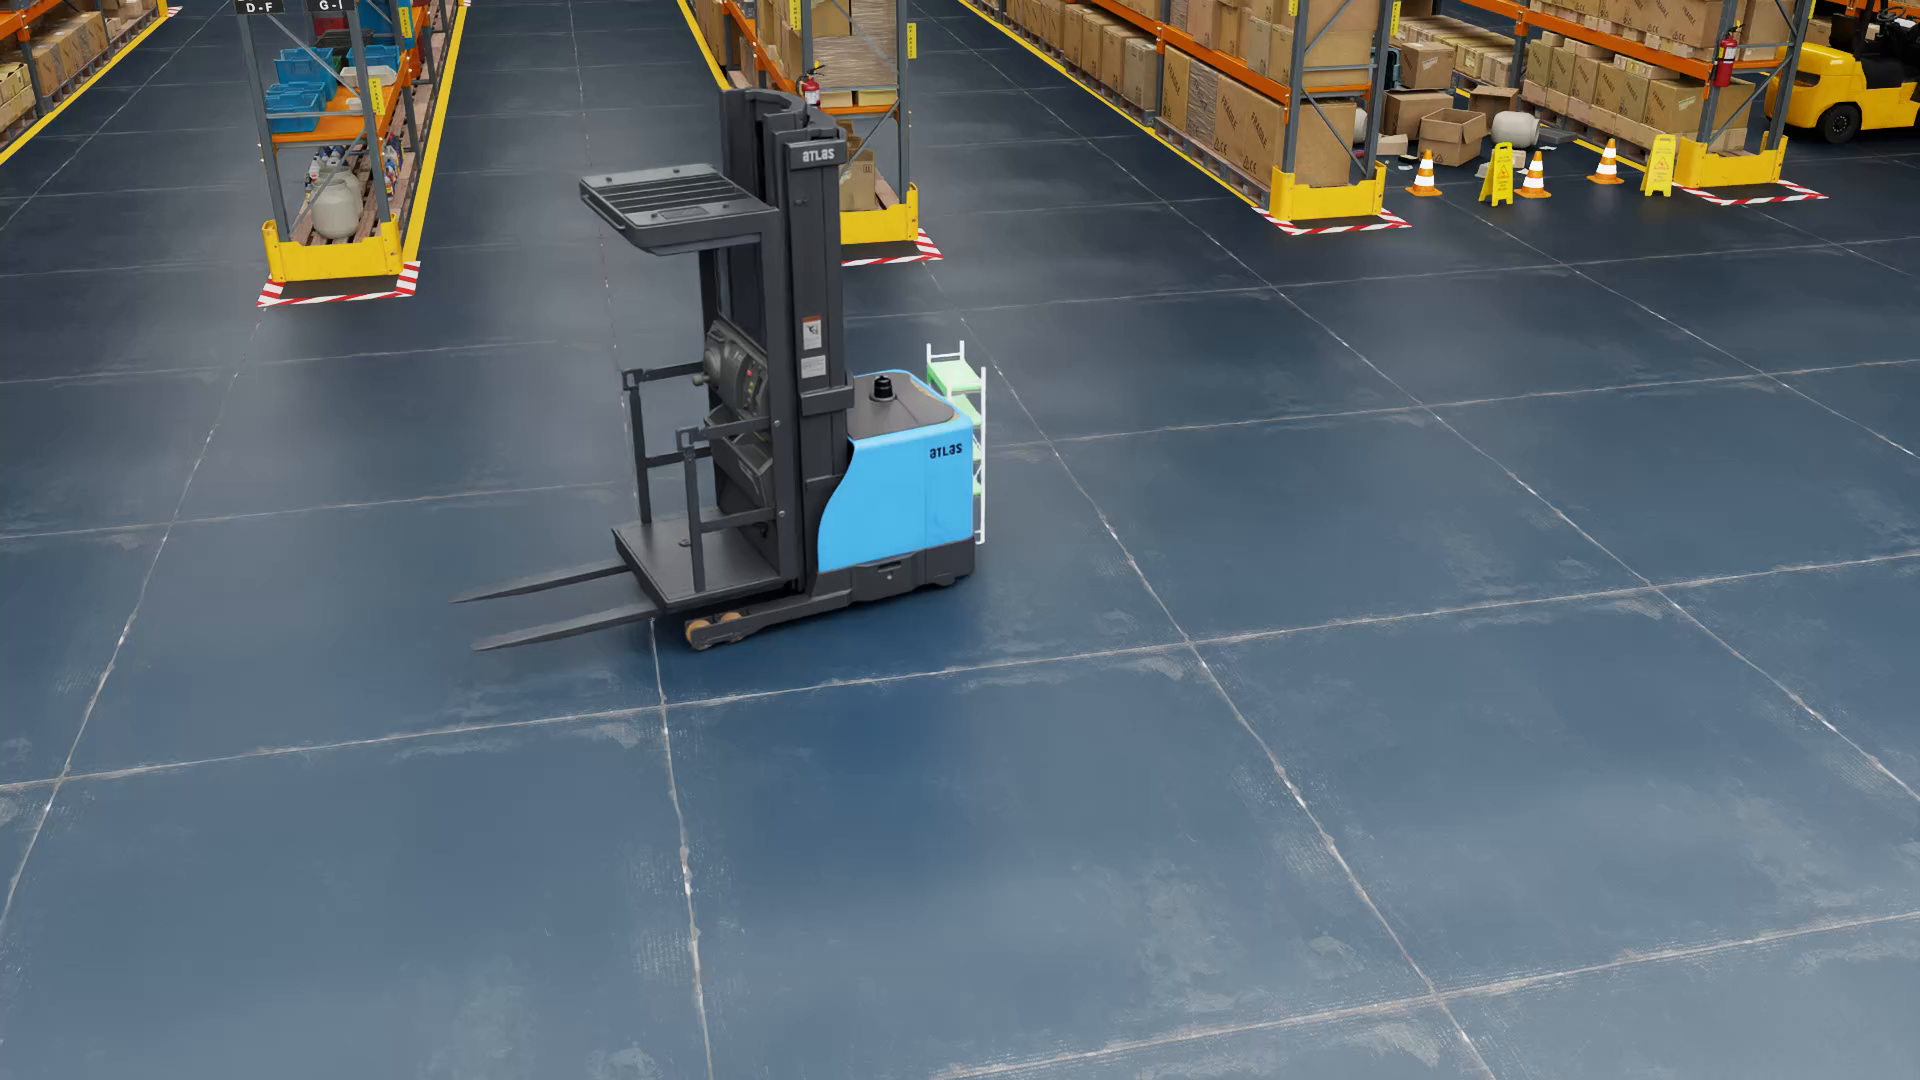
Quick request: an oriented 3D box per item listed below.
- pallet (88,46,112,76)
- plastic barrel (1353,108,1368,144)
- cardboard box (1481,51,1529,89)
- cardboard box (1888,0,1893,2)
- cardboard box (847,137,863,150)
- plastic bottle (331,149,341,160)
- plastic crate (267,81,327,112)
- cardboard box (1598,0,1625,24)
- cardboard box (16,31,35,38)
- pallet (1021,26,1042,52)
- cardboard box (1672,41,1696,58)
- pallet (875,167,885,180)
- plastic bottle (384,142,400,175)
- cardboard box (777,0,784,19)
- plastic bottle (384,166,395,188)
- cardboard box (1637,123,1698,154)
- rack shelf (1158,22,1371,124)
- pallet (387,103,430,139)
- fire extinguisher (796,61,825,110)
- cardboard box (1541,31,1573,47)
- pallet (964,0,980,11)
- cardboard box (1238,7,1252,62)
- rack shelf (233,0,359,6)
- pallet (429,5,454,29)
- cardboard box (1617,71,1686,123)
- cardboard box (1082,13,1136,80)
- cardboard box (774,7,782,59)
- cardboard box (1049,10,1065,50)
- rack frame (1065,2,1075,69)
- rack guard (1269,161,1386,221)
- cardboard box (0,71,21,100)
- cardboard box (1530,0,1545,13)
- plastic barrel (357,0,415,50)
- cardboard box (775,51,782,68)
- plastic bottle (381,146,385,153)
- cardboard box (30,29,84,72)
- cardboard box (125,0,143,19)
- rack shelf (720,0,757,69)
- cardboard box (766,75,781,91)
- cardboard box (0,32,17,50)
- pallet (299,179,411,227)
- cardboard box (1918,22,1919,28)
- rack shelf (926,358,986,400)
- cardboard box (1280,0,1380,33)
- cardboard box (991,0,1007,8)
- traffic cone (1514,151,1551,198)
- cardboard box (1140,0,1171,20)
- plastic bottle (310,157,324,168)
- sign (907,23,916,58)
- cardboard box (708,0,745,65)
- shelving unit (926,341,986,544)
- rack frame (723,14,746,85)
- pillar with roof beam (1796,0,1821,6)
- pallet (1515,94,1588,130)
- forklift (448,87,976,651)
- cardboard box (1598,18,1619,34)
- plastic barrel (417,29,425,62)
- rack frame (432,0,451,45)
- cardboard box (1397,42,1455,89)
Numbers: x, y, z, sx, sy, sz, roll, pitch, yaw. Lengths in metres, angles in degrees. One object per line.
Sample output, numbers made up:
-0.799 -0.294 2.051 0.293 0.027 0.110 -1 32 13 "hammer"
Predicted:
-13.136 -7.011 24.406 1.003 0.211 1.213 -6 27 -12 "pallet"
4.704 -5.068 20.322 0.512 0.421 0.421 13 30 24 "plastic barrel"
7.633 -6.352 22.456 0.950 0.372 0.625 -6 27 -11 "cardboard box"
12.434 -7.437 22.044 0.500 0.500 0.500 -7 28 -13 "cardboard box"
-1.292 -3.952 17.558 0.500 0.500 0.500 1 27 2 "cardboard box"
-6.799 -4.129 18.141 0.097 0.271 0.097 0 27 0 "plastic bottle"
-6.371 -4.251 16.008 0.499 0.251 0.408 -6 27 -12 "plastic crate"
7.951 -6.404 19.668 0.500 0.500 0.500 -6 27 -11 "cardboard box"
-13.135 -6.777 23.134 0.500 0.500 0.500 -7 28 -14 "cardboard box"
1.606 -7.950 26.266 1.003 0.211 1.213 -6 27 -12 "pallet"
8.197 -5.482 18.561 0.380 0.149 0.250 -6 27 -12 "cardboard box"
-1.437 -4.029 18.497 1.003 0.211 1.213 -6 27 -12 "pallet"
-6.185 -4.133 18.061 0.144 0.351 0.185 -6 27 -12 "plastic bottle"
-1.593 -5.624 17.013 0.500 0.500 0.500 -6 27 -12 "cardboard box"
-6.008 -3.799 17.487 0.097 0.271 0.097 0 27 0 "plastic bottle"
8.205 -4.650 19.219 0.500 0.250 0.500 -6 27 -12 "cardboard box"
3.405 -5.362 18.842 1.077 0.370 4.000 -6 27 -12 "rack shelf"
-7.220 -5.231 20.880 1.003 0.211 1.213 -6 27 -12 "pallet"
-1.423 -4.214 15.855 0.296 0.674 0.183 -6 27 -12 "fire extinguisher"
7.593 -6.345 21.025 0.380 0.149 0.250 -6 27 -11 "cardboard box"
0.687 -9.656 29.646 1.003 0.211 1.213 -6 27 -12 "pallet"
3.578 -5.528 18.206 0.875 0.550 0.550 -6 27 -12 "cardboard box"
-6.276 -5.738 16.260 1.077 0.370 4.000 -6 27 -12 "rack shelf"
-9.012 -8.721 27.794 1.003 0.211 1.213 -6 27 -12 "pallet"
8.100 -5.200 19.478 0.500 0.500 0.500 -5 27 -10 "cardboard box"
2.302 -6.840 23.003 1.050 0.750 0.750 -6 27 -11 "cardboard box"
-1.499 -5.419 17.716 0.875 0.500 0.500 -6 27 -12 "cardboard box"
1.649 -7.651 24.887 0.500 0.500 0.500 -6 27 -12 "cardboard box"
2.052 -8.317 23.898 1.000 3.000 0.127 -6 27 -12 "rack frame"
3.861 -3.678 17.483 1.175 0.500 0.348 -6 27 -12 "rack guard"
-11.974 -5.631 20.540 0.500 0.311 0.500 -6 27 -12 "cardboard box"
7.512 -6.825 21.221 0.380 0.149 0.250 -6 27 -12 "cardboard box"
-6.519 -6.023 18.797 0.600 0.901 0.708 -6 27 -12 "plastic barrel"
-1.795 -5.207 18.016 0.380 0.149 0.250 -6 27 -12 "cardboard box"
-6.396 -4.215 18.307 0.152 0.276 0.135 -6 27 -12 "plastic bottle"
-12.634 -6.841 23.260 0.500 0.500 0.500 -7 28 -13 "cardboard box"
-13.711 -8.700 27.221 0.500 0.250 0.500 -6 27 -12 "cardboard box"
-2.352 -6.658 21.411 1.077 0.370 4.000 -6 27 -12 "rack shelf"
-2.019 -5.454 20.512 0.700 0.500 0.500 -8 28 -16 "cardboard box"
-12.911 -6.679 22.108 0.500 0.250 0.500 -5 27 -10 "cardboard box"
-6.338 -3.518 17.485 1.003 0.211 1.213 -6 27 -12 "pallet"
12.888 -6.823 22.415 0.500 0.250 0.500 -5 27 -11 "cardboard box"
-0.027 -0.983 10.442 0.258 0.148 0.480 -7 28 -14 "rack shelf"
3.809 -5.521 16.994 0.875 0.550 0.550 -6 27 -12 "cardboard box"
0.731 -9.125 28.198 0.380 0.149 0.250 -6 27 -11 "cardboard box"
6.297 -4.015 18.191 0.336 0.463 0.334 -6 27 -12 "traffic cone"
2.576 -6.807 20.797 0.500 0.500 0.500 -6 27 -12 "cardboard box"
-6.769 -3.865 17.529 0.144 0.351 0.185 -5 27 -9 "plastic bottle"
-0.471 -4.787 15.944 0.100 0.325 0.005 -6 27 -12 "sign"
-2.938 -7.401 23.977 1.225 0.875 0.875 -7 28 -14 "cardboard box"
-0.027 -0.611 10.630 0.258 1.200 0.503 -7 28 -14 "shelving unit"
-2.803 -7.857 22.988 1.000 3.000 0.127 -6 27 -12 "rack frame"
8.665 -11.130 22.813 9.100 9.000 0.400 -6 27 -12 "pillar with roof beam"
7.940 -5.572 21.554 1.003 0.211 1.213 -6 27 -12 "pallet"
-1.456 -0.953 9.386 3.031 2.935 1.130 -13 30 -24 "forklift"
7.875 -6.154 19.893 0.380 0.149 0.250 -6 27 -12 "cardboard box"
-8.010 -7.174 23.845 0.600 0.588 0.708 -6 27 -12 "plastic barrel"
-8.530 -9.110 25.471 1.000 3.000 0.127 -6 27 -12 "rack frame"
6.026 -6.136 21.511 0.500 0.500 0.500 -6 27 -12 "cardboard box"
